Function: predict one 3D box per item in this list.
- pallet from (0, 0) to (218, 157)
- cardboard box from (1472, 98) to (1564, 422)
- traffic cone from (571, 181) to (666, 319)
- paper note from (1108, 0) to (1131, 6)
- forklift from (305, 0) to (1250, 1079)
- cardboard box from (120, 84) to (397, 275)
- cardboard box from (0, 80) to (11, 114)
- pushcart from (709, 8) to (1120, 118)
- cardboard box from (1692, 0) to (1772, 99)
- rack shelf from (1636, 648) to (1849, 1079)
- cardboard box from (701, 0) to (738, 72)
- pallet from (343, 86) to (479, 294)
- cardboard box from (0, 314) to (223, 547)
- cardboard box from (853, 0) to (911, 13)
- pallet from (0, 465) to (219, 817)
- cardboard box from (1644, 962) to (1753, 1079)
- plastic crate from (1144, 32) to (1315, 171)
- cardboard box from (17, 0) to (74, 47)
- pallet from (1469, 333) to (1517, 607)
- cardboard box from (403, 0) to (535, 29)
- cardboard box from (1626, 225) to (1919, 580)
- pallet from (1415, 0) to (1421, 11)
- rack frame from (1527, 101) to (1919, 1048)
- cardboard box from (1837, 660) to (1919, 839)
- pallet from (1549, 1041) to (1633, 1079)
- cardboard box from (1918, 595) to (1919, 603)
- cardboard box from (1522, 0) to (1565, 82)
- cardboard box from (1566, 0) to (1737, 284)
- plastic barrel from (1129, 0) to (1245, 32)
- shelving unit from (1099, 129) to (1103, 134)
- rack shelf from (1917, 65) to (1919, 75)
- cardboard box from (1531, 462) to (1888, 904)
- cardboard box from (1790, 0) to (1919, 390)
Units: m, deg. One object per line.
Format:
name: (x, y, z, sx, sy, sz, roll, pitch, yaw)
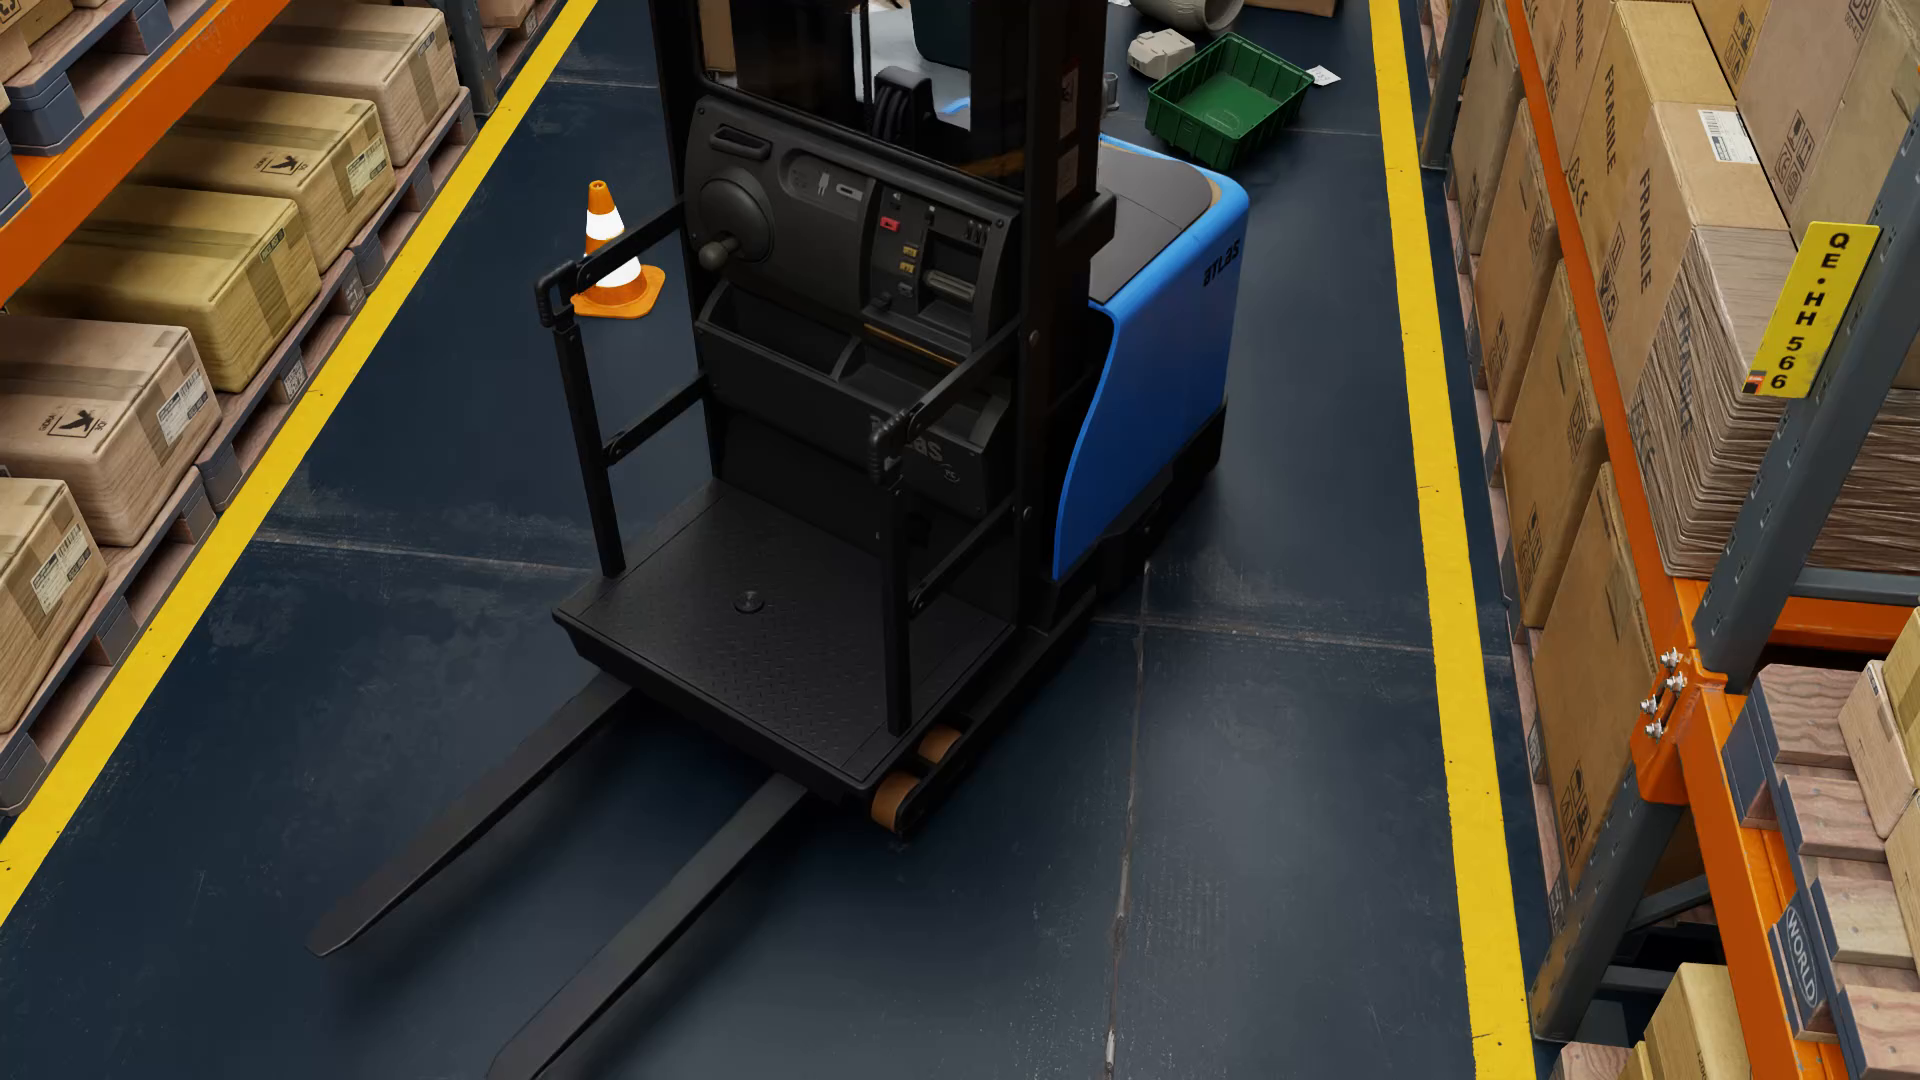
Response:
pallet: (-2.823, -1.550, 4.845, 1.003, 0.211, 1.213, 5, 44, 6)
cardboard box: (2.281, -0.859, 5.306, 1.050, 0.750, 0.750, 5, 44, 6)
traffic cone: (-1.291, -1.099, 6.074, 0.336, 0.463, 0.334, 5, 44, 6)
paper note: (0.771, -2.622, 8.003, 0.172, 0.023, 0.155, 20, 47, 20)
forklift: (-0.406, -0.668, 3.824, 1.130, 2.935, 3.031, 26, 49, 25)
cardboard box: (-2.673, -1.343, 6.093, 0.950, 0.372, 0.625, 8, 44, 8)
cardboard box: (-2.607, -1.090, 4.097, 0.380, 0.149, 0.250, 5, 44, 6)
pushcart: (-0.248, -1.867, 6.948, 1.648, 0.377, 0.936, -9, 44, -9)
cardboard box: (2.077, -1.285, 3.625, 0.700, 0.500, 0.500, 5, 44, 5)
rack shelf: (1.612, 1.739, 1.755, 1.077, 0.370, 4.000, 5, 44, 6)
cardboard box: (-0.746, -2.219, 6.679, 0.500, 0.500, 0.500, 5, 44, 6)
pallet: (-2.616, -1.449, 6.627, 1.003, 0.211, 1.213, 5, 44, 6)
cardboard box: (-2.869, -0.353, 5.047, 0.950, 0.372, 0.625, 4, 44, 5)
cardboard box: (-0.280, -2.360, 7.549, 0.258, 0.266, 0.396, -24, 48, -23)
pallet: (-2.939, 0.214, 4.871, 1.003, 0.211, 1.213, 5, 44, 6)
cardboard box: (1.545, 1.045, 2.932, 0.500, 0.250, 0.500, 3, 44, 4)
plastic crate: (1.130, -1.849, 7.024, 0.450, 0.188, 0.662, 35, 53, 18)
cardboard box: (-2.654, -1.457, 4.485, 0.380, 0.149, 0.250, 7, 44, 7)
pallet: (2.219, -0.232, 5.342, 1.003, 0.211, 1.213, 5, 44, 6)
cardboard box: (-2.169, -2.524, 7.429, 0.500, 0.250, 0.500, 3, 44, 4)
cardboard box: (1.670, -0.253, 3.263, 0.500, 0.500, 0.500, 5, 44, 6)
pallet: (2.742, -2.944, 8.206, 1.003, 0.211, 1.213, 5, 44, 6)
rack frame: (1.876, 0.114, 2.947, 1.000, 3.000, 0.127, 5, 44, 6)
cardboard box: (1.617, 0.340, 2.587, 0.380, 0.149, 0.250, 5, 44, 5)
pallet: (1.772, 1.659, 3.344, 1.003, 0.211, 1.213, 5, 44, 6)
cardboard box: (1.623, 0.138, 2.368, 0.380, 0.149, 0.250, 5, 44, 6)
cardboard box: (1.934, -1.629, 4.716, 0.500, 0.500, 0.500, 5, 44, 5)
cardboard box: (1.803, -0.934, 3.982, 0.500, 0.500, 0.500, 5, 44, 5)
plastic barrel: (1.035, -2.589, 7.676, 0.421, 0.421, 0.512, -32, 52, -29)
shelving unit: (0.303, -0.965, 5.614, 0.258, 0.900, 0.210, 21, 47, 21)
rack shelf: (2.141, -2.077, 3.603, 1.077, 0.370, 4.000, 5, 44, 6)
cardboard box: (2.046, 0.372, 4.006, 1.050, 0.750, 0.750, 5, 44, 5)
cardboard box: (1.946, -0.590, 2.891, 0.700, 0.500, 0.500, 5, 44, 5)
